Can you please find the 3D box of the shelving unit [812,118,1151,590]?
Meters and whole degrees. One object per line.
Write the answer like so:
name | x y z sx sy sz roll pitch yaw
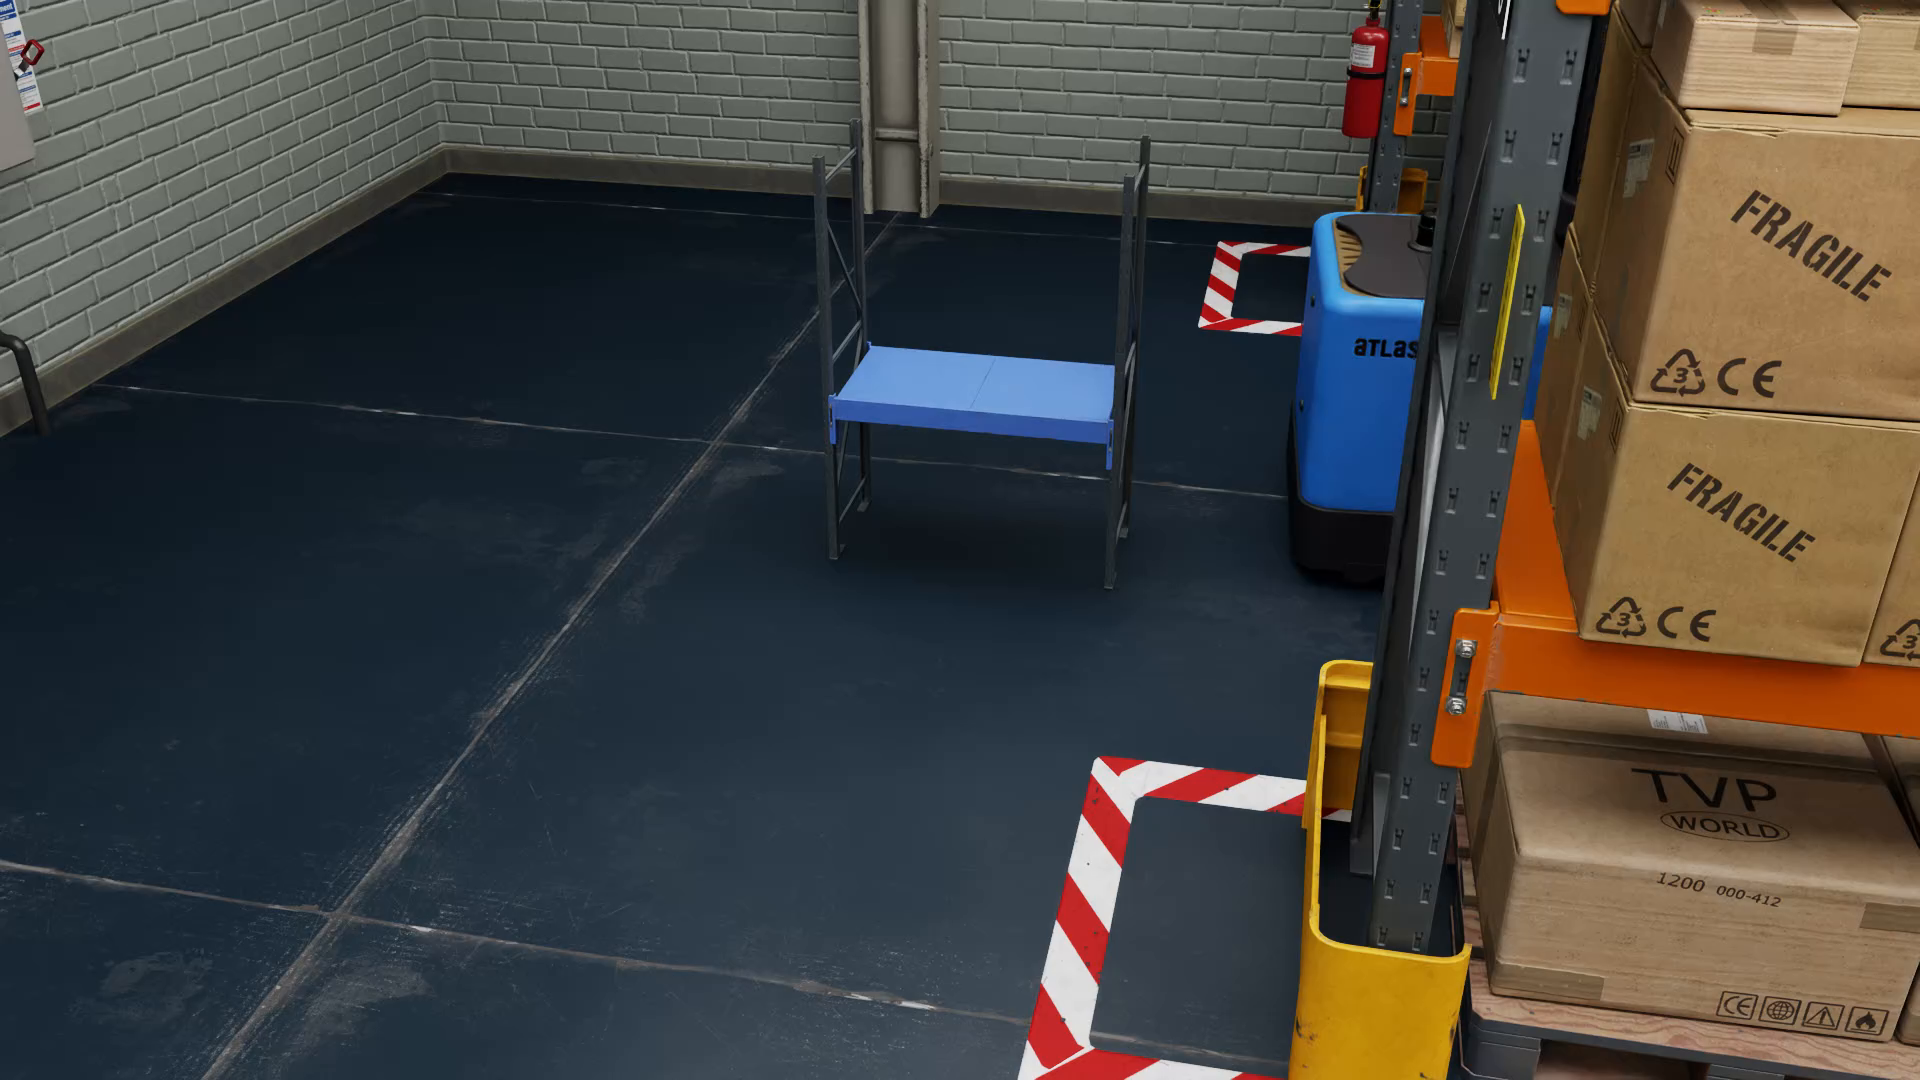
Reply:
shelving unit | 0.083 -0.649 5.874 1.048 1.500 0.538 6 29 11

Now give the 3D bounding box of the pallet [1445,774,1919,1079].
pallet | 1.871 1.010 4.186 1.213 0.211 1.003 6 29 11

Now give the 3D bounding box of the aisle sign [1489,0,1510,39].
aisle sign | 0.941 -1.268 2.736 0.004 0.787 0.394 6 29 11

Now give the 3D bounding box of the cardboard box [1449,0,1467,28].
cardboard box | 2.493 -2.481 7.505 0.500 0.250 0.500 6 29 11

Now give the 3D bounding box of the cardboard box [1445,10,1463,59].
cardboard box | 2.369 -2.316 7.619 0.250 0.149 0.380 6 29 10

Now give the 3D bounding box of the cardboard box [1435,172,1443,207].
cardboard box | 2.683 -1.572 8.160 0.637 0.503 0.797 5 29 9

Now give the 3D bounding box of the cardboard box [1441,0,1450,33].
cardboard box | 2.485 -2.571 8.084 0.250 0.149 0.380 6 29 10

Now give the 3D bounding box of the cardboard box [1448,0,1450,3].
cardboard box | 2.610 -2.732 7.962 0.500 0.250 0.500 7 29 12

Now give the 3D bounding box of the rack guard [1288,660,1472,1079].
rack guard | 1.049 0.837 4.201 0.348 0.500 1.175 6 29 11

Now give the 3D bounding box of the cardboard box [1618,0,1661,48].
cardboard box | 1.465 -1.082 3.282 0.250 0.149 0.380 6 29 11

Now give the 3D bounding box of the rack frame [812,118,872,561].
rack frame | -0.414 -0.700 5.967 0.032 1.500 0.500 6 29 11

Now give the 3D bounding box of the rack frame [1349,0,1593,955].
rack frame | 1.072 -0.257 3.596 0.127 3.000 1.000 6 29 11

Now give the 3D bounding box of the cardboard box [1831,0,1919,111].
cardboard box | 1.633 -0.866 2.887 0.250 0.149 0.380 7 29 12

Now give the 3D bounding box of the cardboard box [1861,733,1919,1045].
cardboard box | 2.635 0.790 3.915 0.875 0.438 0.875 7 29 12

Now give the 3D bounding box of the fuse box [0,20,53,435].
fuse box | -3.866 -1.218 6.693 0.414 1.711 0.539 6 29 11

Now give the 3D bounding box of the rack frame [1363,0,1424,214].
rack frame | 2.105 -2.588 7.854 0.127 3.000 1.000 6 29 11

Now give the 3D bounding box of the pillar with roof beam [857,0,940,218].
pillar with roof beam | -1.242 -3.892 3.988 0.400 9.000 9.100 6 29 11

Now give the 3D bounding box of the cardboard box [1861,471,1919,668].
cardboard box | 1.982 -0.080 3.169 0.500 0.500 0.500 5 29 10

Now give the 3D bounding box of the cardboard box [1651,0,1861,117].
cardboard box | 1.362 -0.858 2.874 0.250 0.149 0.380 6 29 12

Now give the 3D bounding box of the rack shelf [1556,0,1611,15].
rack shelf | 3.028 -1.057 2.682 4.000 0.370 1.077 6 29 11

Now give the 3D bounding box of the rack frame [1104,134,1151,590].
rack frame | 0.581 -0.598 5.781 0.032 1.500 0.500 6 29 11

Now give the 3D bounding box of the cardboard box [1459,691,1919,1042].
cardboard box | 1.739 0.702 4.075 0.875 0.438 0.875 5 29 9

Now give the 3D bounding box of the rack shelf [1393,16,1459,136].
rack shelf | 4.061 -2.072 7.661 4.000 0.370 1.077 6 29 11

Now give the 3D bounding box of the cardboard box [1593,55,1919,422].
cardboard box | 1.482 -0.558 3.000 0.500 0.500 0.500 5 29 9

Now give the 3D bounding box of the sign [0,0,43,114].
sign | -3.965 -1.994 6.868 0.001 0.494 0.329 6 29 11

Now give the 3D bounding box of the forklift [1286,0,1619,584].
forklift | 2.757 -1.264 5.506 3.031 2.935 1.130 4 29 7

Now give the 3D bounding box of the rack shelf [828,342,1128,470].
rack shelf | 0.083 -0.492 5.961 1.000 0.185 0.538 6 29 11

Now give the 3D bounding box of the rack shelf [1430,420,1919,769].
rack shelf | 3.028 0.259 3.402 4.000 0.370 1.077 6 29 11

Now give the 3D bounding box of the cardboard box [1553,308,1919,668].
cardboard box | 1.482 -0.118 3.238 0.500 0.500 0.500 6 29 10

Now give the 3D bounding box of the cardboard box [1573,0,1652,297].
cardboard box | 1.593 -0.803 3.448 0.500 0.500 0.500 7 29 12

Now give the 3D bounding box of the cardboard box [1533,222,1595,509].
cardboard box | 1.599 -0.377 3.711 0.500 0.500 0.500 6 29 11

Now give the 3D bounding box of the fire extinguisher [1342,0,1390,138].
fire extinguisher | 1.865 -2.189 7.593 0.183 0.674 0.296 6 29 11

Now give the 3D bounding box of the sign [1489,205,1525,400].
sign | 0.950 -0.411 2.894 0.005 0.325 0.100 6 29 11

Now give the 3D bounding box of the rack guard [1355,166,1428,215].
rack guard | 2.179 -1.484 8.441 0.348 0.500 1.175 6 29 11
